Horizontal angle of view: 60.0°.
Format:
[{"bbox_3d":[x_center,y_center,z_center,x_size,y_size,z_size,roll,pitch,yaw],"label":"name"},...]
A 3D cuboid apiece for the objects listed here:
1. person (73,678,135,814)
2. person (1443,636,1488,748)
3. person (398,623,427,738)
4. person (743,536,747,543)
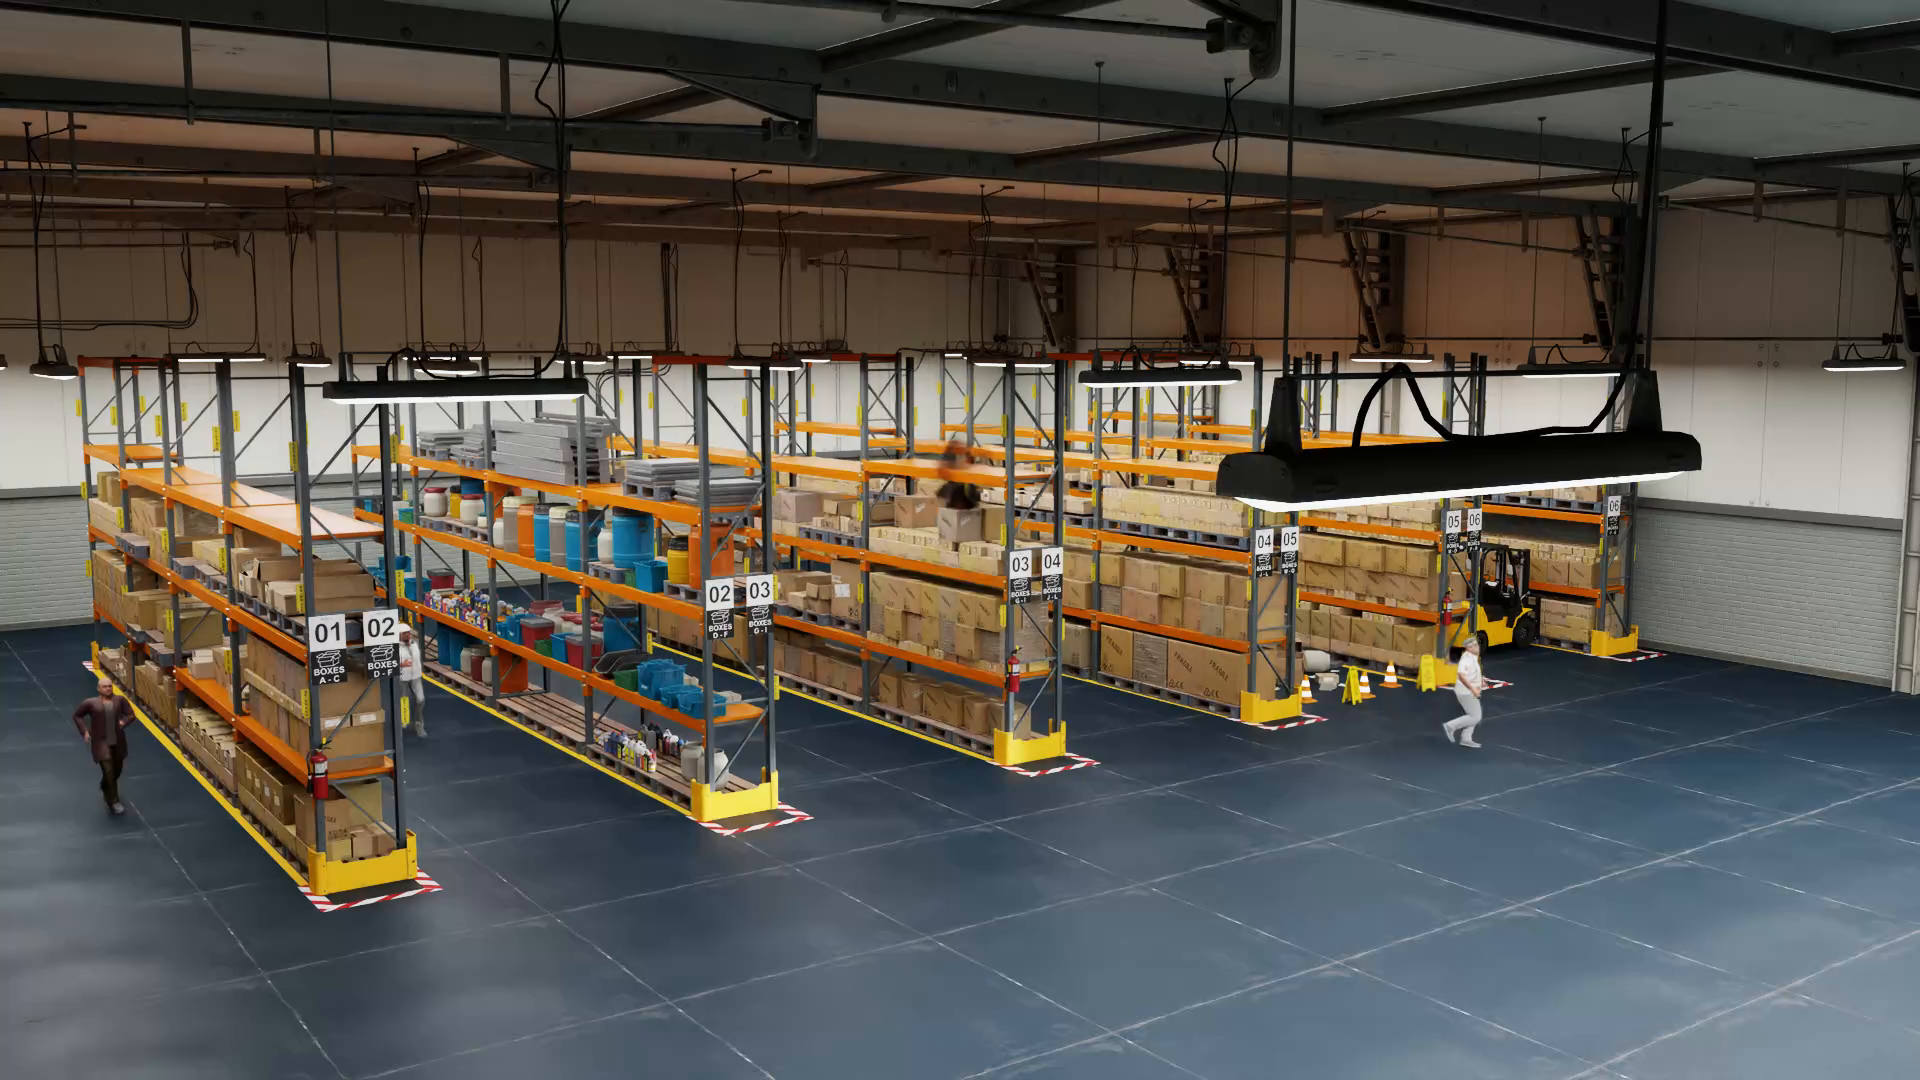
[{"bbox_3d":[-11.434,2.721,22.332,0.962,1.768,0.715,6,9,42],"label":"person"},{"bbox_3d":[7.862,2.347,25.837,0.652,1.759,0.655,2,7,14],"label":"person"},{"bbox_3d":[-8.848,2.238,26.587,0.643,1.836,0.801,-6,9,-40],"label":"person"},{"bbox_3d":[-5.238,0.539,41.194,0.601,1.655,0.728,6,9,41],"label":"person"}]
